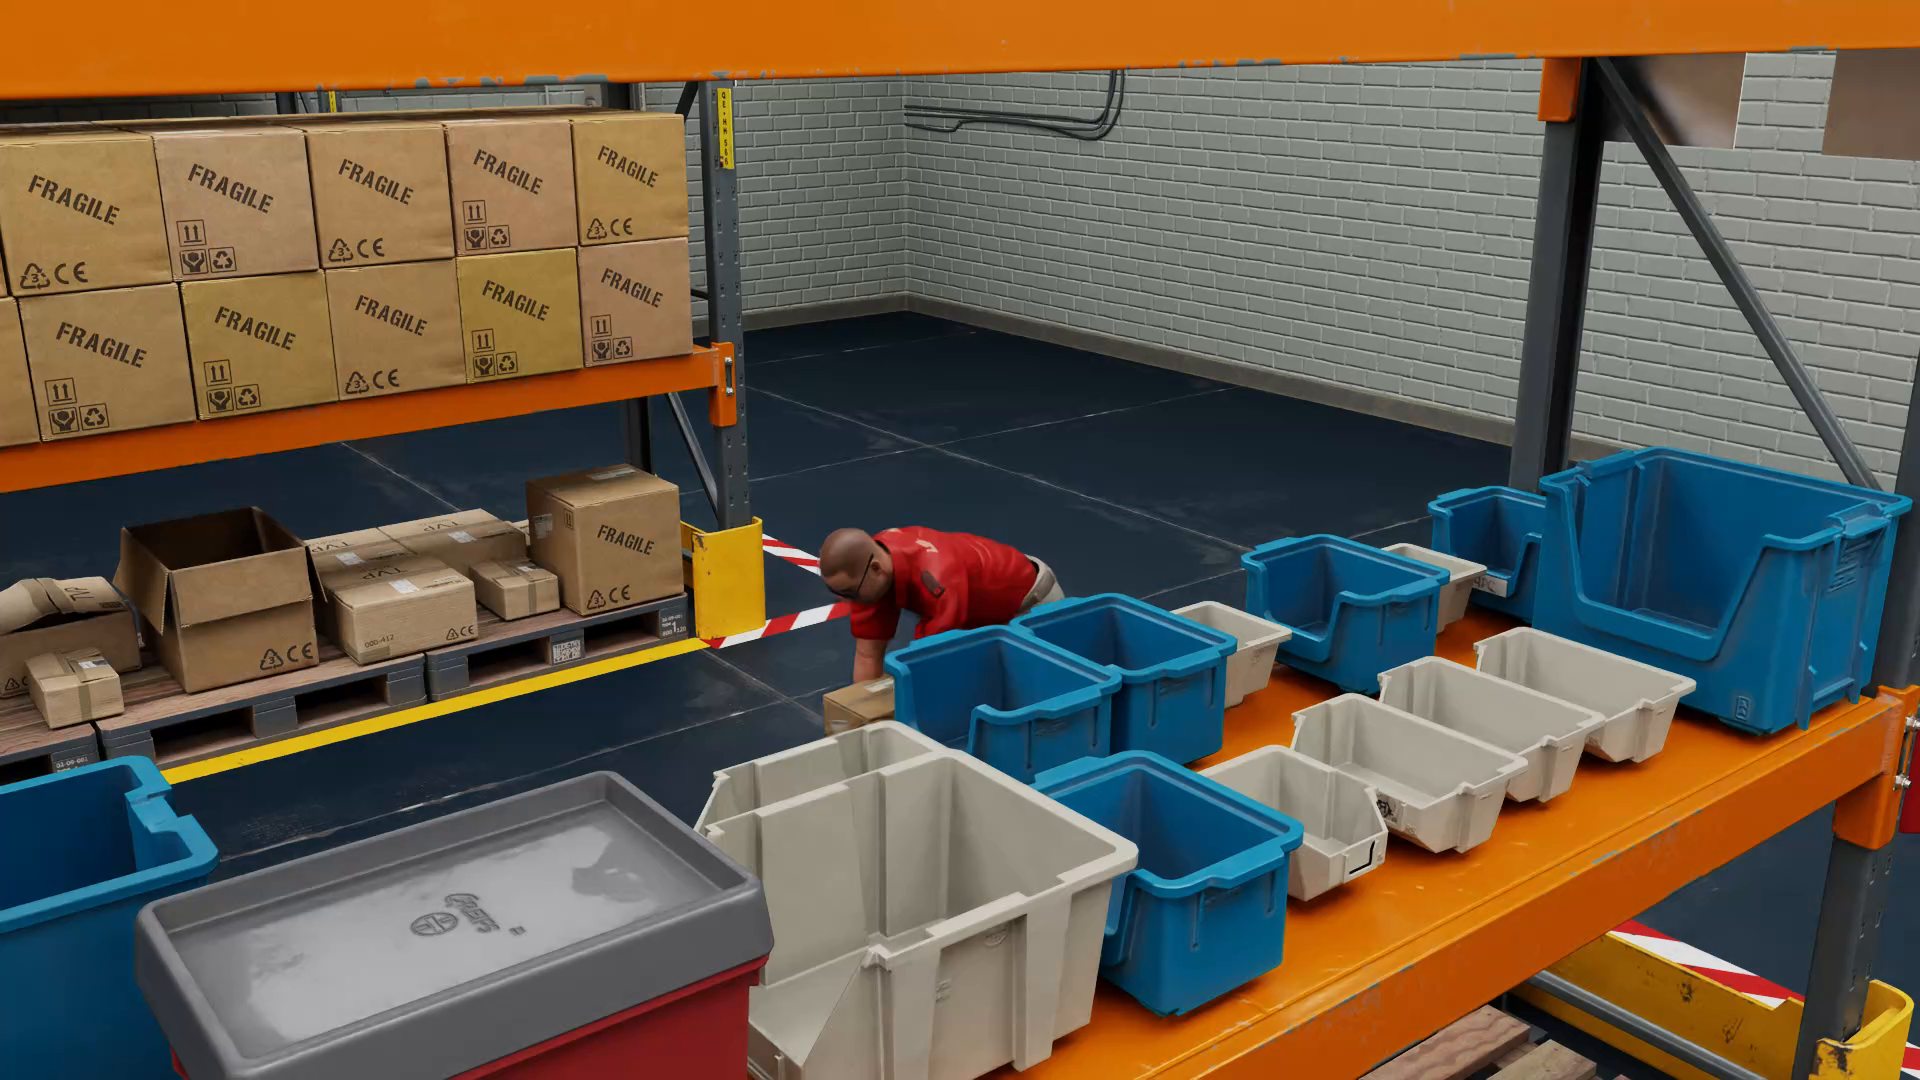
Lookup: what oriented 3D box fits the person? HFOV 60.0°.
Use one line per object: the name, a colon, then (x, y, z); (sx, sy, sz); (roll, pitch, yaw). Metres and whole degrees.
person: (-0.066, 0.484, 5.360); (0.916, 1.243, 0.503); (-14, 23, -38)
